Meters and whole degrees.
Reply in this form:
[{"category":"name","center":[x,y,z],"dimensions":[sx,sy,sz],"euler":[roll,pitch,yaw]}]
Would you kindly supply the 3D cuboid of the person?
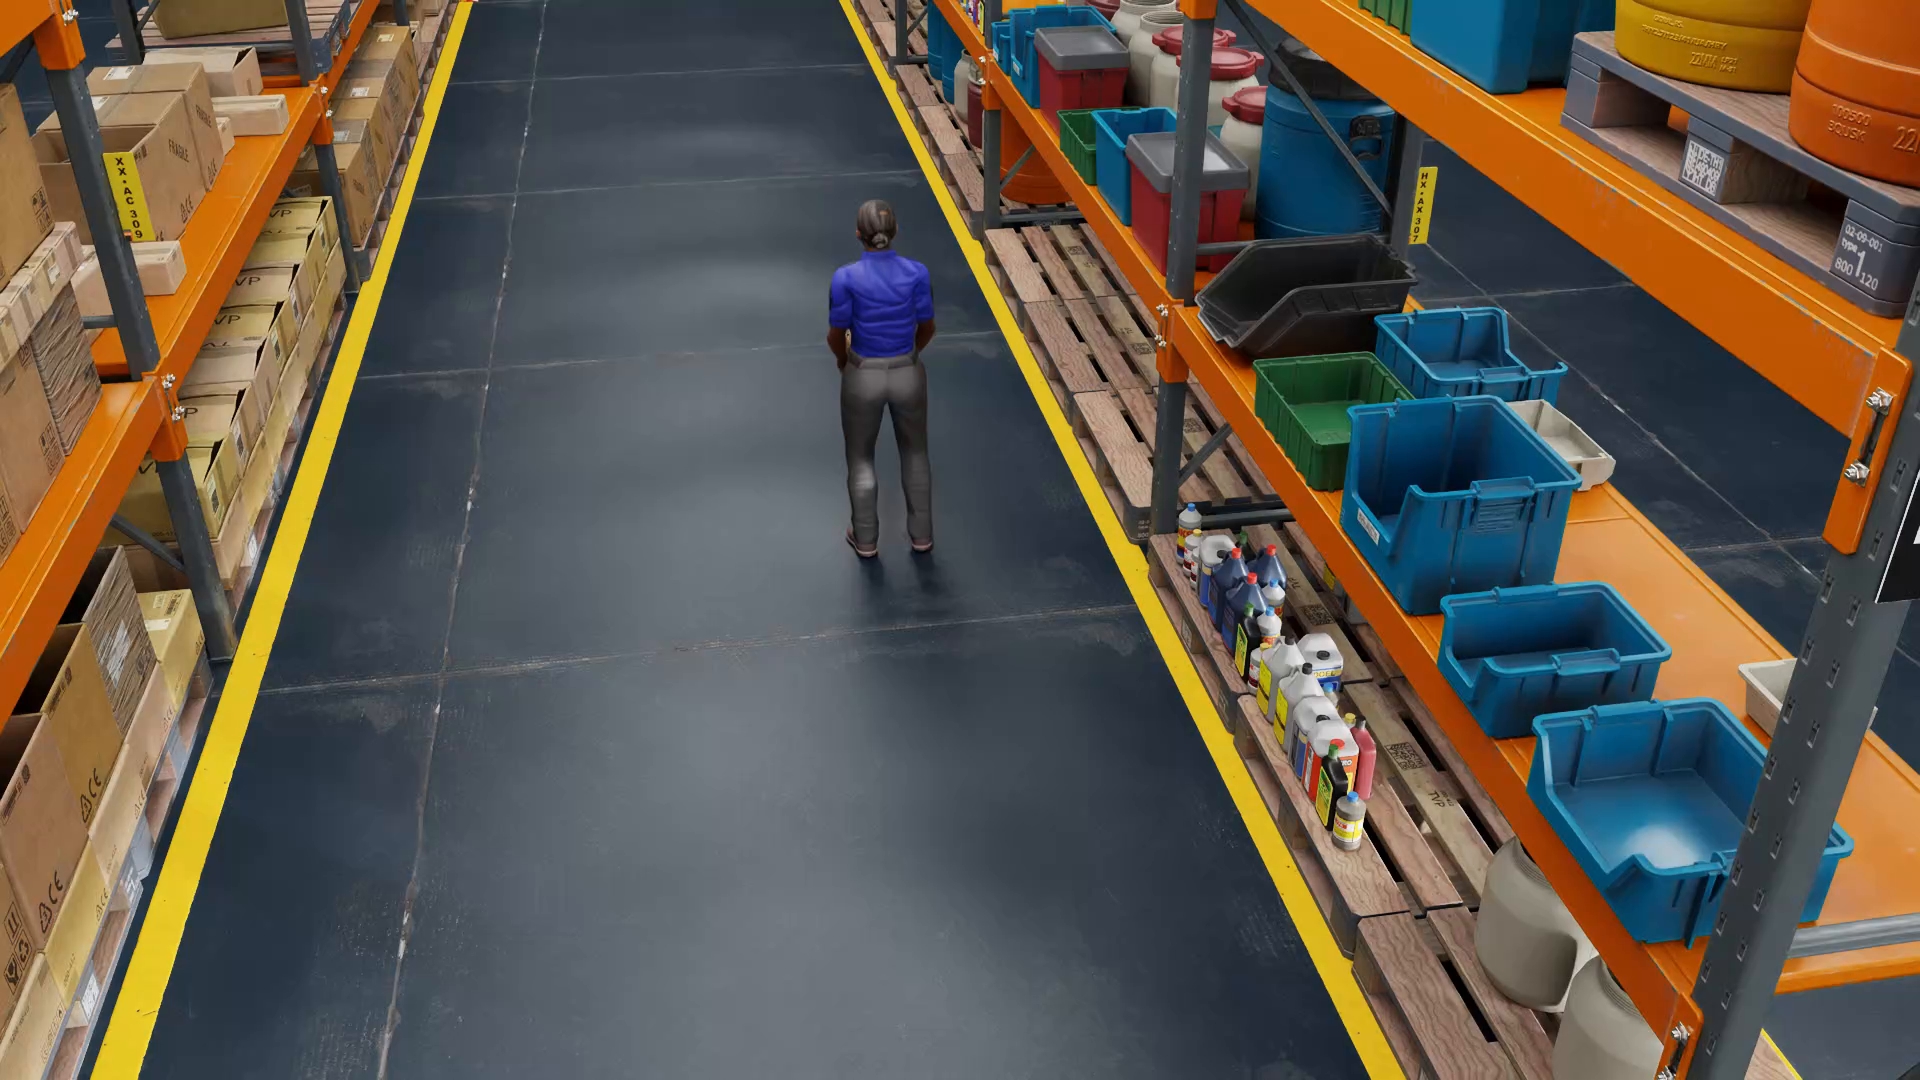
[{"category":"person","center":[-0.346,-0.713,7.322],"dimensions":[0.478,1.663,0.405],"euler":[-6,31,-10]}]
